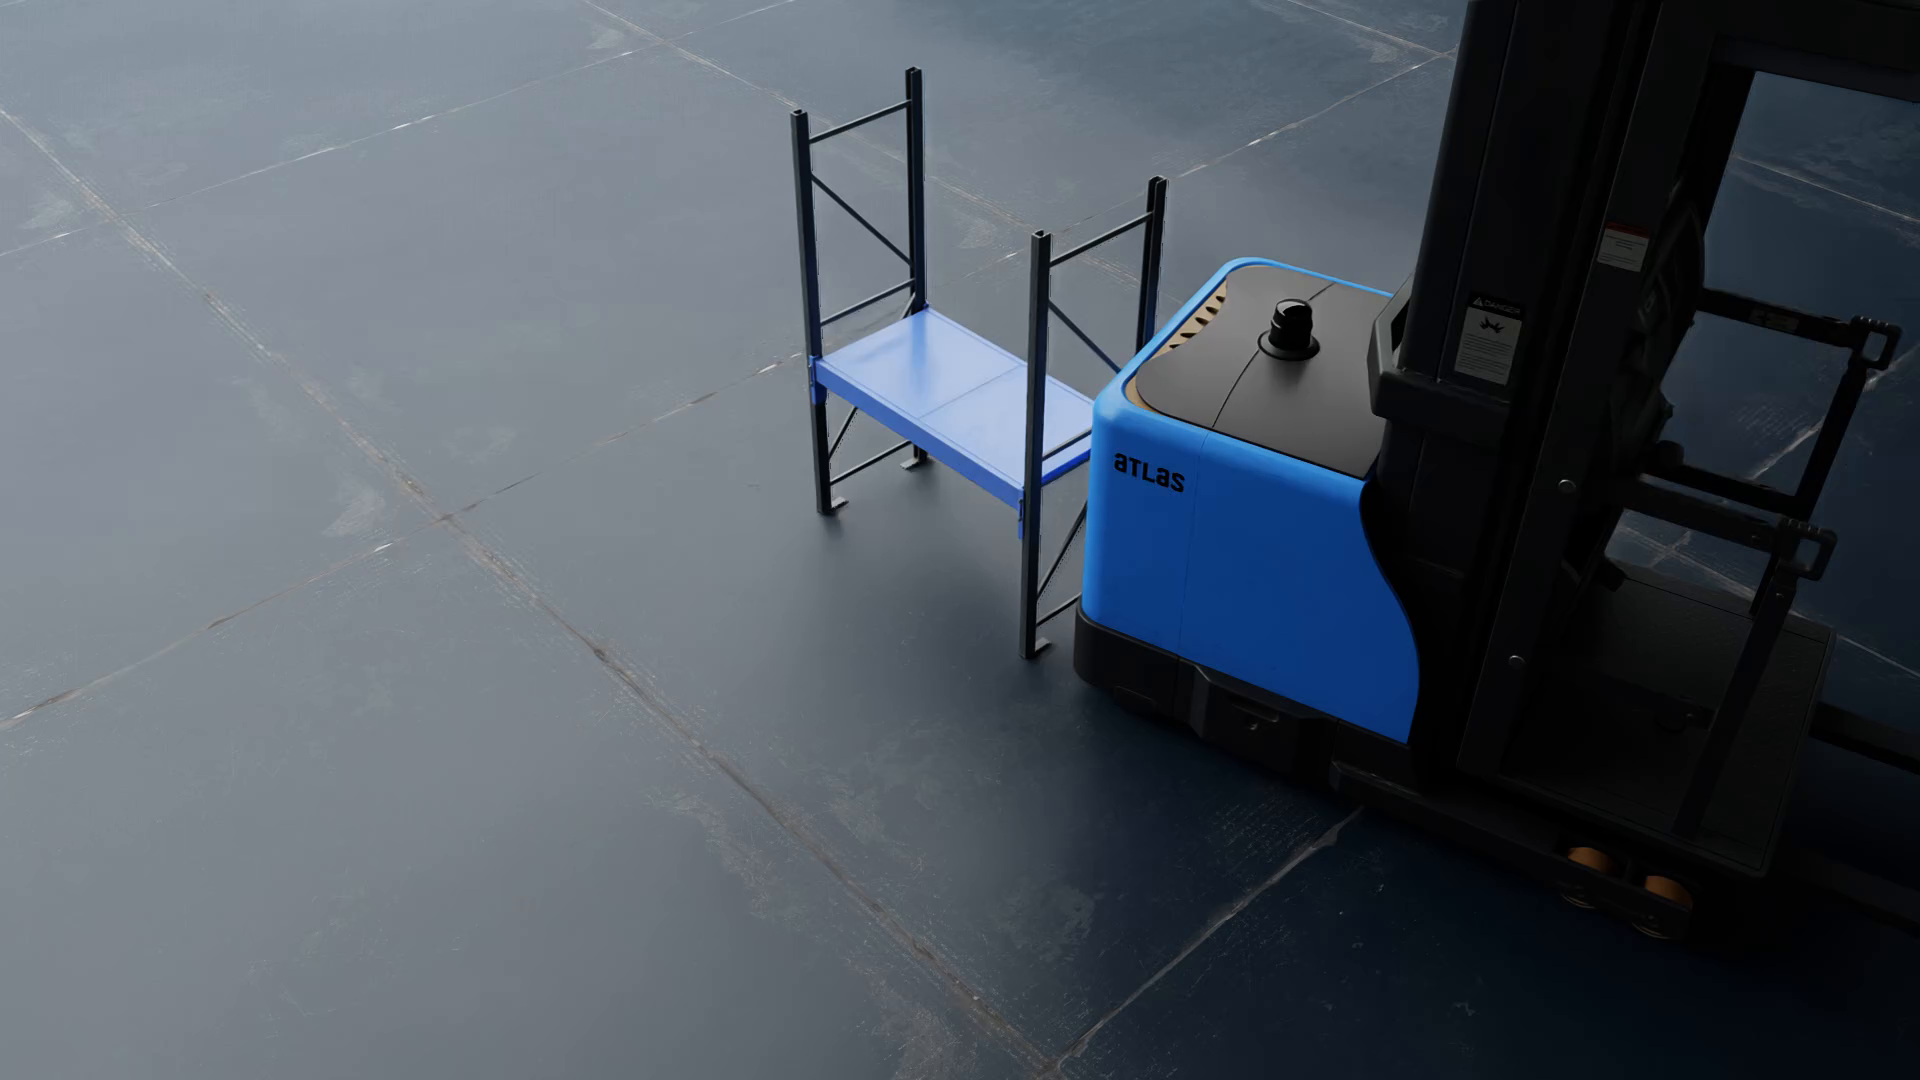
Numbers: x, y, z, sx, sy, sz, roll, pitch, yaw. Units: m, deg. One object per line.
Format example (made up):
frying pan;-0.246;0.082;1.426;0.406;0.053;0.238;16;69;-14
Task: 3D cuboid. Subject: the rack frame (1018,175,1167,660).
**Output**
rack frame;0.380;-0.317;4.949;0.500;1.500;0.032;-30;48;-32

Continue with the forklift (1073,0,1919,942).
forklift;1.877;-0.464;3.992;3.031;2.935;1.130;21;43;24

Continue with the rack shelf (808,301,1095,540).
rack shelf;0.034;-0.411;5.352;0.538;0.185;1.000;-30;48;-32

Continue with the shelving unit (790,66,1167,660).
shelving unit;0.034;-0.551;5.239;0.538;1.500;1.048;-30;48;-32

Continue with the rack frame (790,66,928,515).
rack frame;-0.312;-0.785;5.528;0.500;1.500;0.032;-30;48;-32
